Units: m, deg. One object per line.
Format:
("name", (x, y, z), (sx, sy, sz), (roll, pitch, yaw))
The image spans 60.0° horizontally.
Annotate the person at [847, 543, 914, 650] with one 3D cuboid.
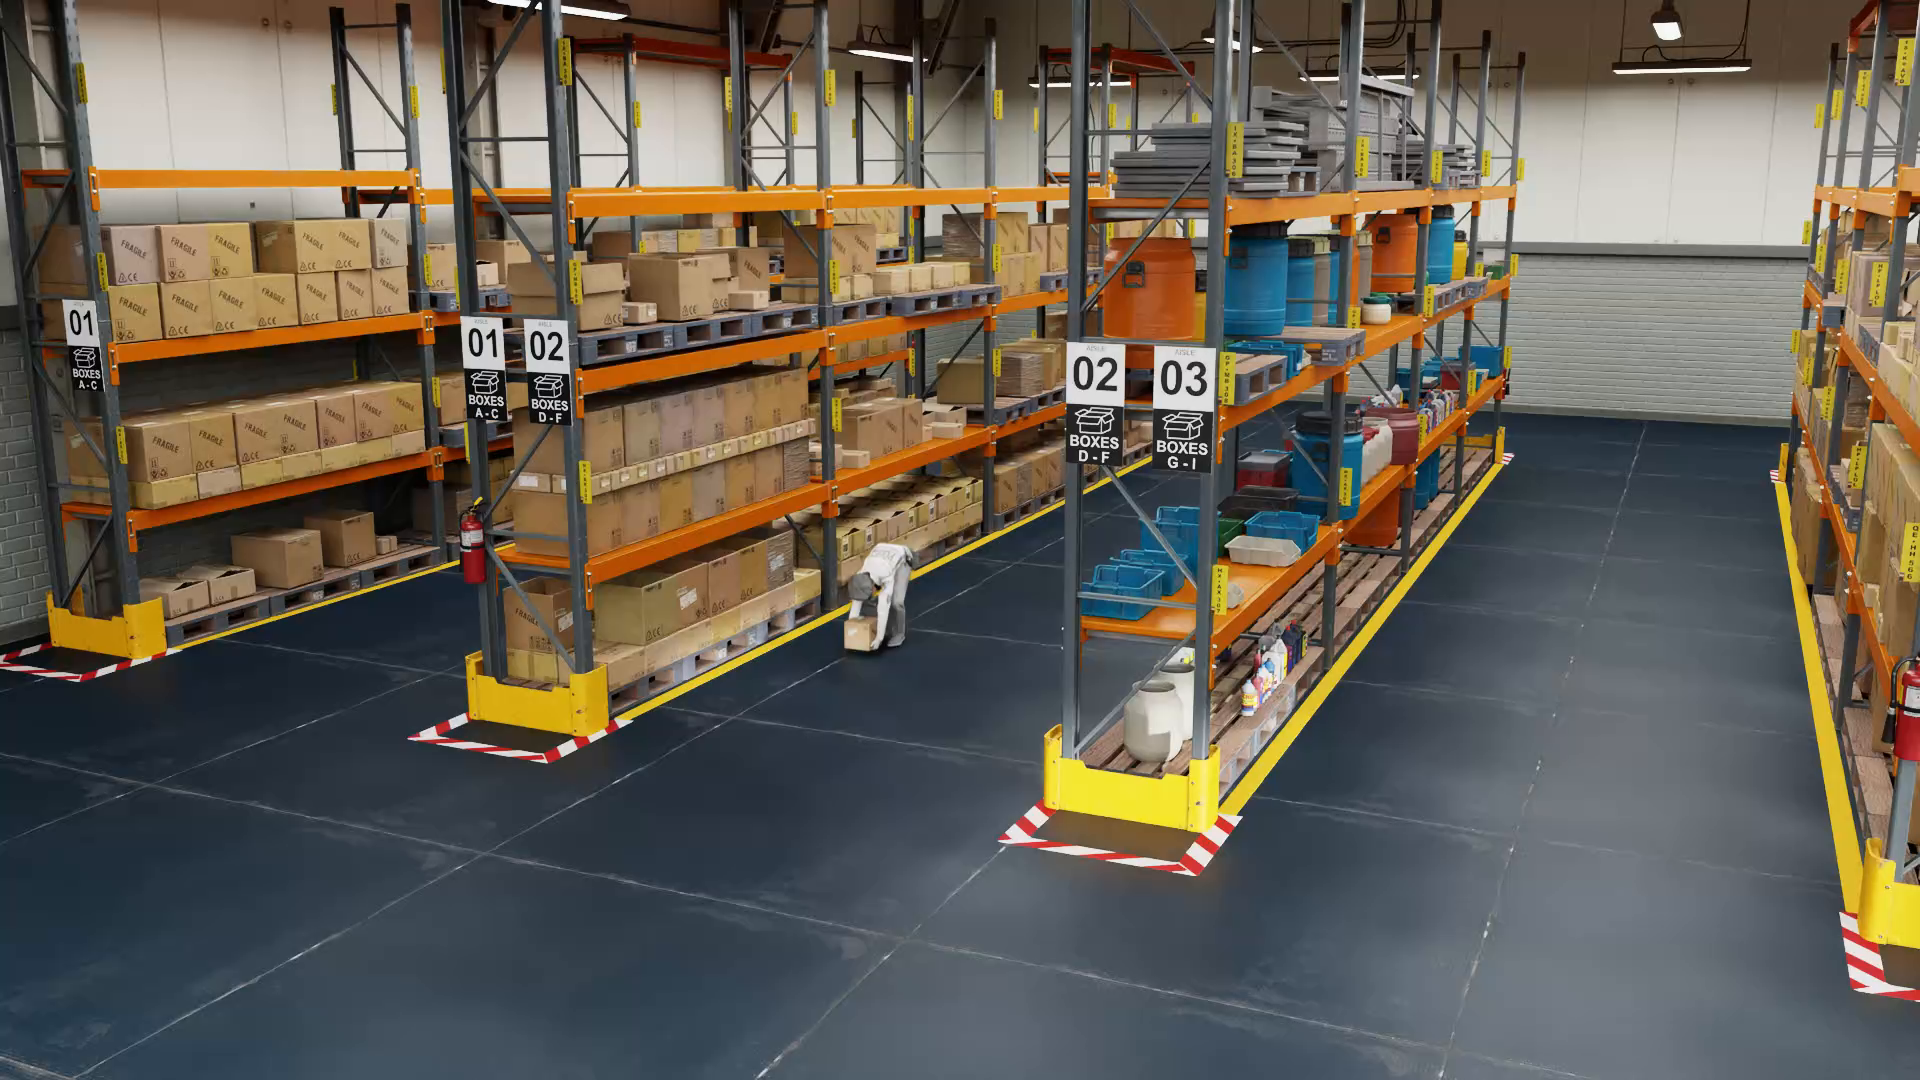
("person", (-0.726, 0.530, 15.287), (0.438, 0.919, 0.880), (5, 13, 21))
